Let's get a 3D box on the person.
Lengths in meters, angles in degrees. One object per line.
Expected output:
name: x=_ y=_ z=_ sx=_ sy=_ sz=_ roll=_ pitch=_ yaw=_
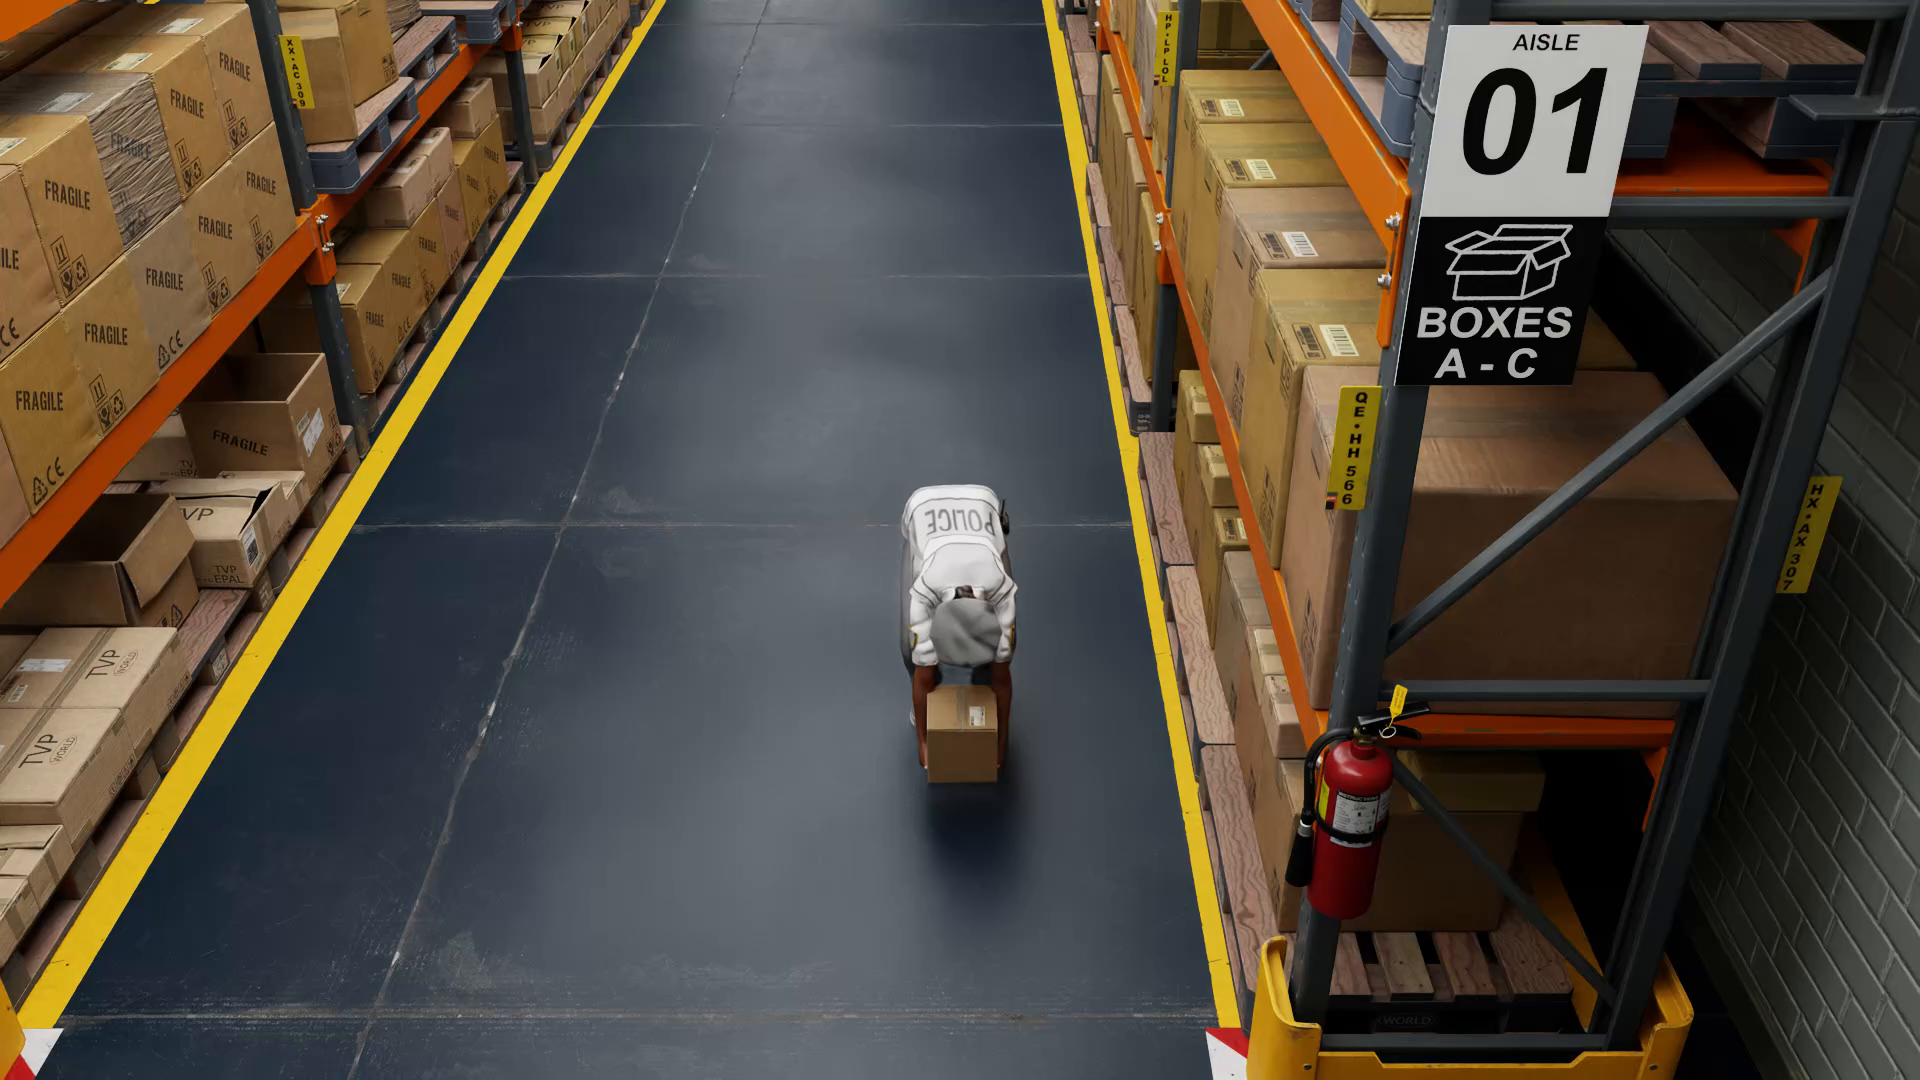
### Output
person: x=-0.002 y=0.362 z=6.165 sx=0.437 sy=1.019 sz=0.937 roll=-2 pitch=32 yaw=-3
